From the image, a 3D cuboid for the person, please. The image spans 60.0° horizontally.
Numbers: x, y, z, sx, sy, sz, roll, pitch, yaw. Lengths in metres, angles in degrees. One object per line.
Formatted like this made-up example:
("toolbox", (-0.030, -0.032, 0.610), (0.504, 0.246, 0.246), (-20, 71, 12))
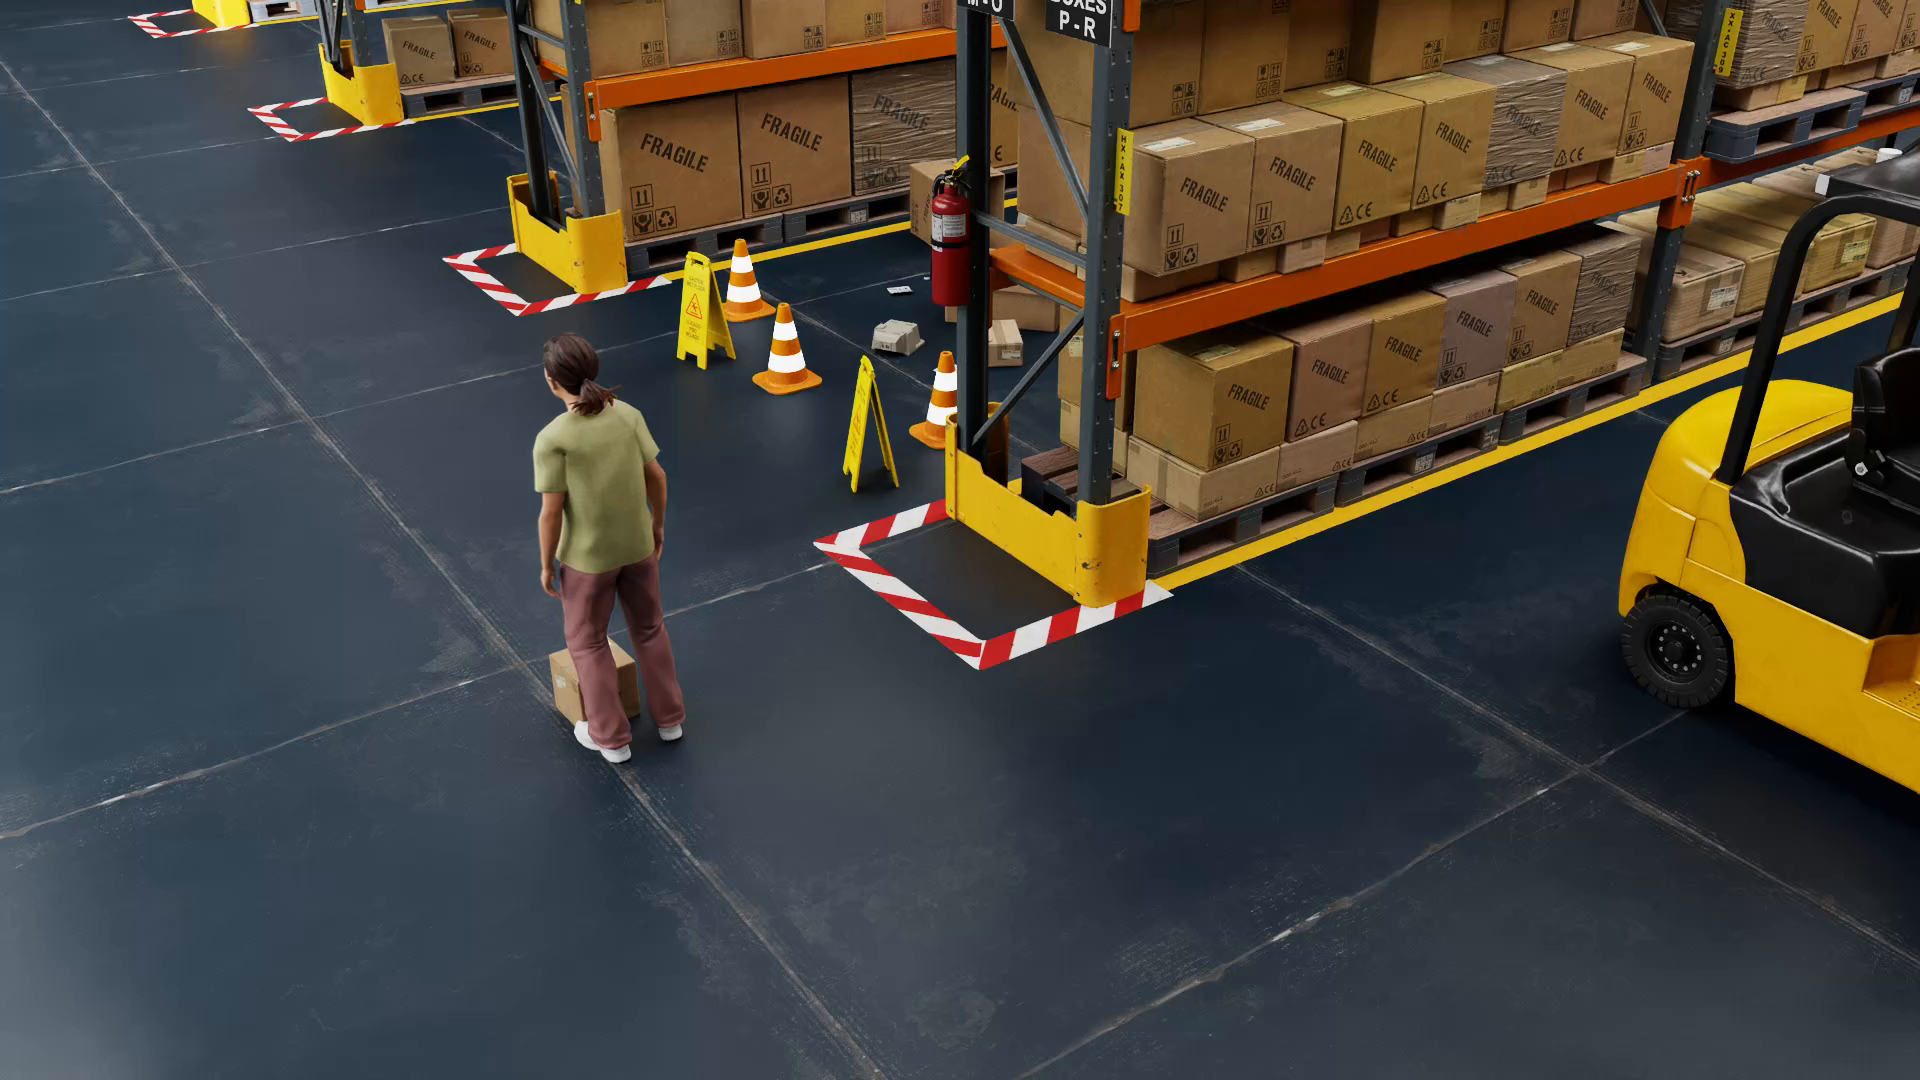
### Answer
("person", (-1.291, 0.043, 6.048), (0.521, 1.672, 0.350), (-21, 35, -33))
